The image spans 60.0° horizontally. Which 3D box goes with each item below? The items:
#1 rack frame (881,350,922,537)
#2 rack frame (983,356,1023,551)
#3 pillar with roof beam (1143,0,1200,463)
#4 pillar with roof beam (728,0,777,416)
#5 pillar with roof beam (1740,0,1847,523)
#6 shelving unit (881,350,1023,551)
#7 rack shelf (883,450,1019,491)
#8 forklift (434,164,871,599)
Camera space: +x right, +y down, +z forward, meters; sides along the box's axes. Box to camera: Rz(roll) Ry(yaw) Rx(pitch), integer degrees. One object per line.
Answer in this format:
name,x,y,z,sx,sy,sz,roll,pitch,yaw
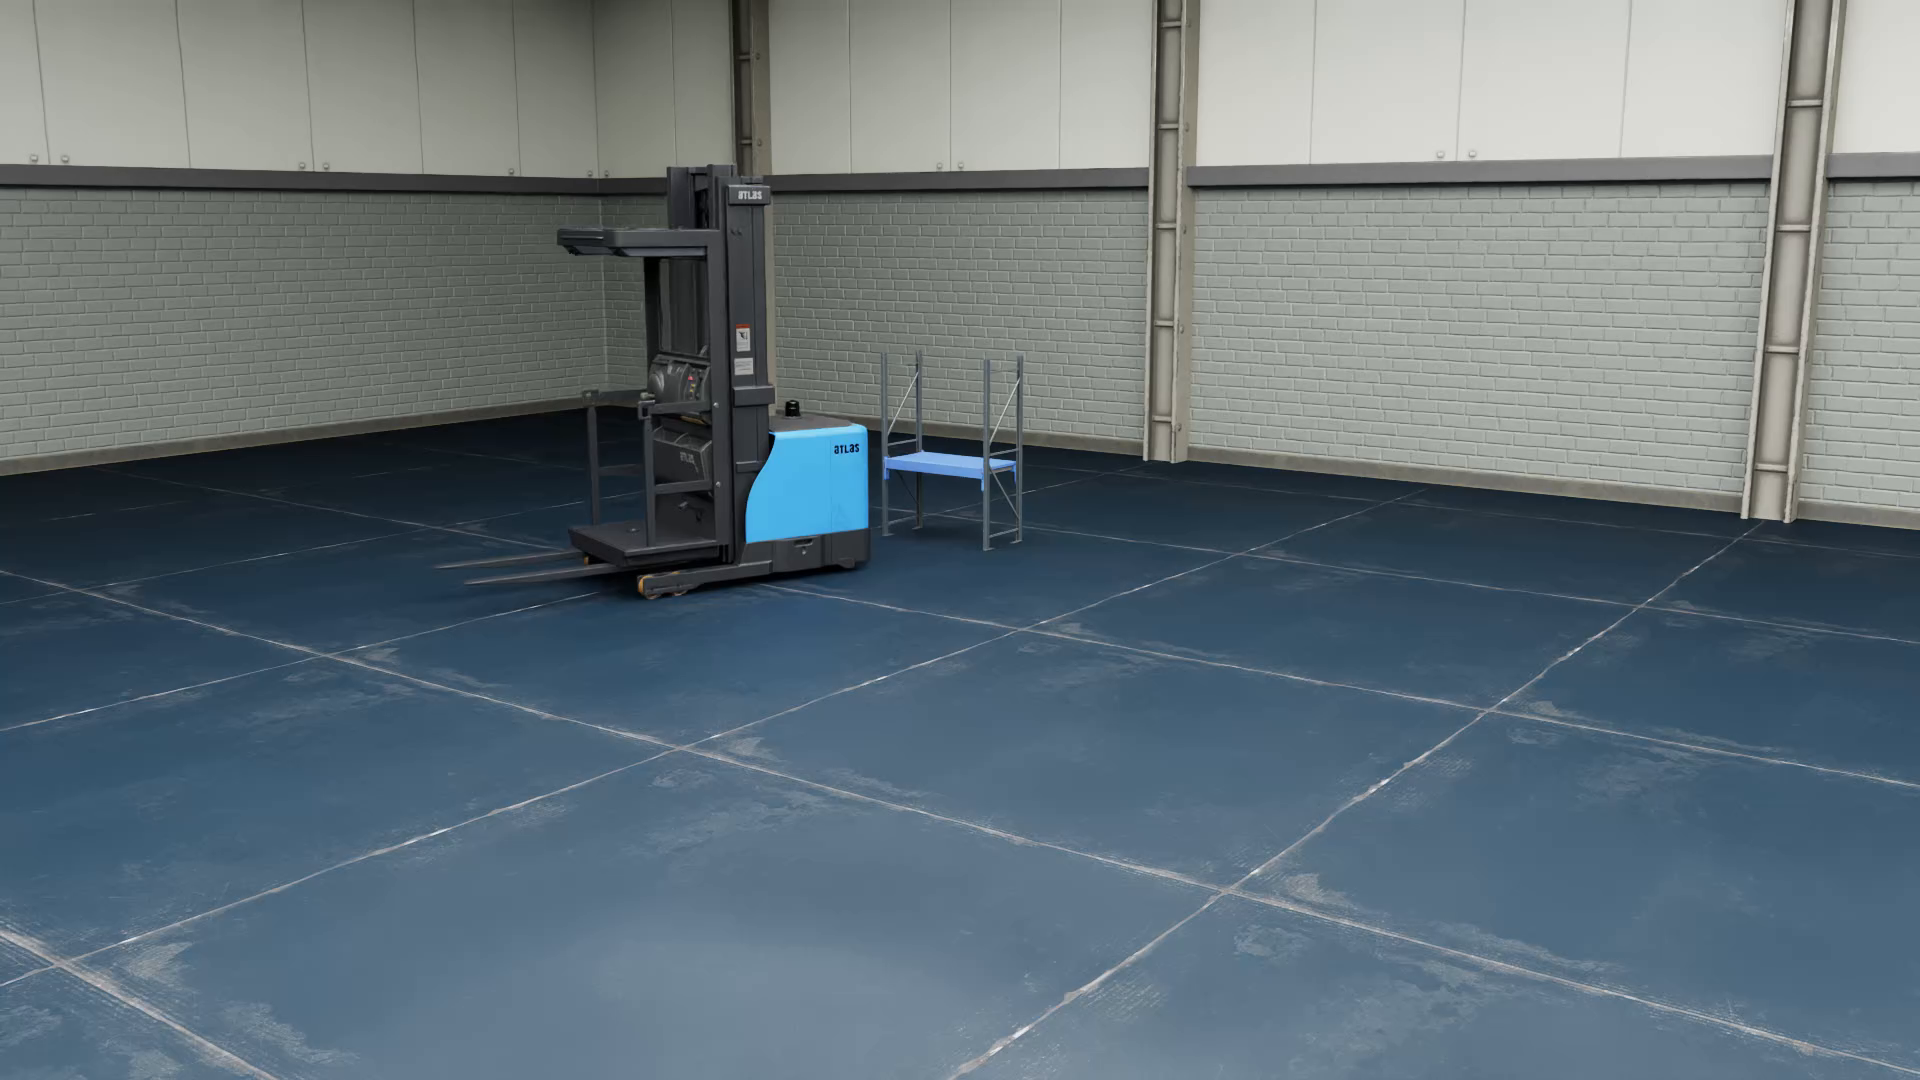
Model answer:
rack frame,-0.478,-0.803,13.732,0.032,1.500,0.500,8,13,36
rack frame,0.341,-0.689,13.141,0.032,1.500,0.500,8,13,36
pillar with roof beam,-0.322,-4.626,13.748,0.400,9.000,9.100,8,13,36
pillar with roof beam,-5.158,-5.300,17.234,0.400,9.000,9.100,8,13,36
pillar with roof beam,4.514,-3.951,10.261,0.400,9.000,9.100,8,13,36
shelving unit,-0.069,-0.746,13.437,1.048,1.500,0.538,8,13,36
rack shelf,-0.069,-0.569,13.471,1.000,0.185,0.538,8,13,36
forklift,-2.174,-1.147,11.740,3.031,2.935,1.130,-7,13,-33
